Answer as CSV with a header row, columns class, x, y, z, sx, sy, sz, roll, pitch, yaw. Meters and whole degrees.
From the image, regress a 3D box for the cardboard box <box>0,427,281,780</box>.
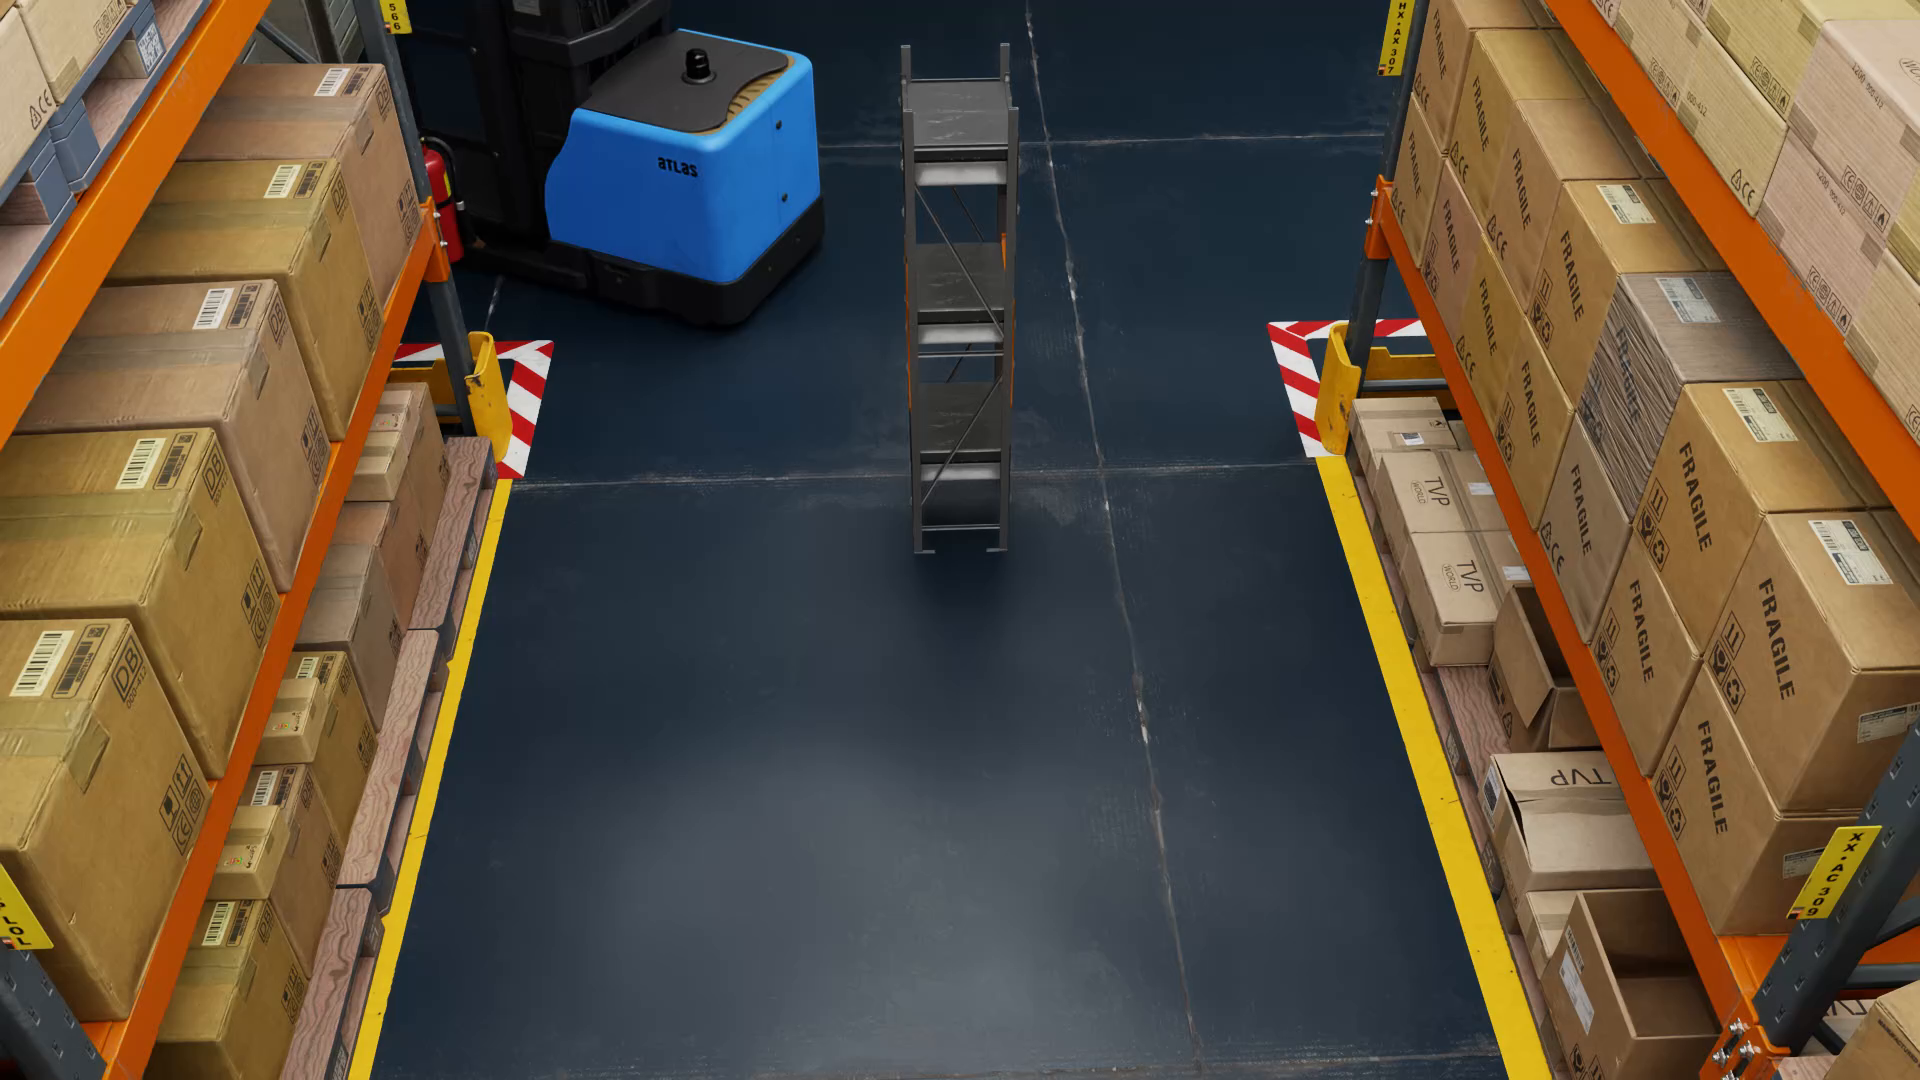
class,x,y,z,sx,sy,sz,roll,pitch,yaw
cardboard box,-2.547,0.196,4.594,0.980,0.700,0.700,-3,43,-3

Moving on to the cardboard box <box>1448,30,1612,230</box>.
class,x,y,z,sx,sy,sz,roll,pitch,yaw
cardboard box,2.050,-1.425,5.770,0.500,0.500,0.500,-1,43,-1

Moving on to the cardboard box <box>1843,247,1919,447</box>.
class,x,y,z,sx,sy,sz,roll,pitch,yaw
cardboard box,2.148,-0.350,3.303,0.500,0.250,0.500,-2,43,-2

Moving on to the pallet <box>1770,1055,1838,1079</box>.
class,x,y,z,sx,sy,sz,roll,pitch,yaw
pallet,2.359,1.635,3.389,1.003,0.211,1.213,-2,43,-2

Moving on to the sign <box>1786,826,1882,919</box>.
class,x,y,z,sx,sy,sz,roll,pitch,yaw
sign,1.893,0.723,3.601,0.100,0.325,0.005,-2,43,-2

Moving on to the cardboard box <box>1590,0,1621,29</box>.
class,x,y,z,sx,sy,sz,roll,pitch,yaw
cardboard box,2.063,-1.700,4.776,0.500,0.250,0.500,-2,43,-2

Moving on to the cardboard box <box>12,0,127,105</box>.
class,x,y,z,sx,sy,sz,roll,pitch,yaw
cardboard box,-2.317,-1.241,3.890,0.500,0.250,0.500,-3,43,-3

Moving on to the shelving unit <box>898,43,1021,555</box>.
class,x,y,z,sx,sy,sz,roll,pitch,yaw
shelving unit,-0.007,-0.886,6.662,0.431,2.100,0.503,-2,43,-2

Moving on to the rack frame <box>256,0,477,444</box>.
class,x,y,z,sx,sy,sz,roll,pitch,yaw
rack frame,-2.685,-1.534,6.704,1.000,3.000,0.127,-2,43,-2

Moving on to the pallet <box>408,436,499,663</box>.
class,x,y,z,sx,sy,sz,roll,pitch,yaw
pallet,-2.572,0.031,7.060,1.003,0.211,1.213,-2,43,-2

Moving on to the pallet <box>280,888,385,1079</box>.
class,x,y,z,sx,sy,sz,roll,pitch,yaw
pallet,-2.469,1.678,5.263,1.003,0.211,1.213,-2,43,-2

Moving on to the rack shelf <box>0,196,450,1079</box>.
class,x,y,z,sx,sy,sz,roll,pitch,yaw
rack shelf,-2.600,0.081,5.474,1.077,0.370,4.000,-2,43,-2

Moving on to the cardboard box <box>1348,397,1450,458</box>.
class,x,y,z,sx,sy,sz,roll,pitch,yaw
cardboard box,1.939,-0.498,7.357,0.380,0.149,0.250,-2,43,-2

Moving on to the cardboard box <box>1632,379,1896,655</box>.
class,x,y,z,sx,sy,sz,roll,pitch,yaw
cardboard box,2.130,-0.064,4.286,0.500,0.500,0.500,-2,43,-3

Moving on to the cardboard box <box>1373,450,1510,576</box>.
class,x,y,z,sx,sy,sz,roll,pitch,yaw
cardboard box,2.025,-0.115,6.865,0.500,0.250,0.500,-2,43,-2

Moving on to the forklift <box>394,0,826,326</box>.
class,x,y,z,sx,sy,sz,roll,pitch,yaw
forklift,-2.286,-2.822,8.159,3.031,2.935,1.130,17,45,18

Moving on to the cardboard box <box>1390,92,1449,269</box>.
class,x,y,z,sx,sy,sz,roll,pitch,yaw
cardboard box,2.020,-1.409,6.493,0.500,0.500,0.500,-1,43,-1

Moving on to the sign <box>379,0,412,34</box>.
class,x,y,z,sx,sy,sz,roll,pitch,yaw
sign,-2.142,-2.055,6.240,0.100,0.325,0.005,-2,43,-2

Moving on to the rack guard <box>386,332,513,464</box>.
class,x,y,z,sx,sy,sz,roll,pitch,yaw
rack guard,-2.686,-0.629,7.566,1.175,0.500,0.348,-2,43,-2

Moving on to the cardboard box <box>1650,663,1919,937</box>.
class,x,y,z,sx,sy,sz,roll,pitch,yaw
cardboard box,2.157,0.654,4.242,0.500,0.500,0.500,-1,43,-1

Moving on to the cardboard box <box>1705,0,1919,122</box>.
class,x,y,z,sx,sy,sz,roll,pitch,yaw
cardboard box,2.106,-1.209,3.870,0.500,0.250,0.500,-2,43,-2

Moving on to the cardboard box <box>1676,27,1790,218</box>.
class,x,y,z,sx,sy,sz,roll,pitch,yaw
cardboard box,2.108,-1.025,4.039,0.500,0.250,0.500,-2,43,-2

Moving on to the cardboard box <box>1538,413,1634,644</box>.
class,x,y,z,sx,sy,sz,roll,pitch,yaw
cardboard box,2.109,-0.040,5.000,0.500,0.500,0.500,-1,43,-1

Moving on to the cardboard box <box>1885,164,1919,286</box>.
class,x,y,z,sx,sy,sz,roll,pitch,yaw
cardboard box,2.142,-0.534,3.134,0.500,0.250,0.500,-2,43,-2

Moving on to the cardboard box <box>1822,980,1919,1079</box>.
class,x,y,z,sx,sy,sz,roll,pitch,yaw
cardboard box,2.231,1.156,3.384,0.700,0.500,0.500,-15,45,-16

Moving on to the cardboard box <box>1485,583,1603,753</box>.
class,x,y,z,sx,sy,sz,roll,pitch,yaw
cardboard box,2.349,0.511,5.994,0.797,0.503,0.637,-2,43,-2

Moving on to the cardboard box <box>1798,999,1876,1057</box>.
class,x,y,z,sx,sy,sz,roll,pitch,yaw
cardboard box,2.633,1.561,4.992,0.500,0.311,0.500,-2,43,-2

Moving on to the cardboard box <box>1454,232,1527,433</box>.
class,x,y,z,sx,sy,sz,roll,pitch,yaw
cardboard box,2.066,-0.722,5.743,0.500,0.500,0.500,-2,43,-2

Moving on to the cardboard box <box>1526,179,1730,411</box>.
class,x,y,z,sx,sy,sz,roll,pitch,yaw
cardboard box,2.088,-0.744,5.028,0.500,0.500,0.500,-2,43,-2

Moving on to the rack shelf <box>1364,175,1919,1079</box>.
class,x,y,z,sx,sy,sz,roll,pitch,yaw
rack shelf,2.349,-0.064,5.632,1.077,0.370,4.000,-2,43,-2

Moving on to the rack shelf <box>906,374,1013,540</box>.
class,x,y,z,sx,sy,sz,roll,pitch,yaw
rack shelf,-0.007,-0.360,7.145,0.431,0.518,0.480,-2,43,-2

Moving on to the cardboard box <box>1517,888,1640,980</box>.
class,x,y,z,sx,sy,sz,roll,pitch,yaw
cardboard box,2.051,1.282,5.416,0.380,0.149,0.250,-2,43,-2

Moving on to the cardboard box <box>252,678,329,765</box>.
class,x,y,z,sx,sy,sz,roll,pitch,yaw
cardboard box,-2.299,0.597,5.438,0.380,0.149,0.250,-3,43,-3

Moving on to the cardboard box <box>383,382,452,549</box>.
class,x,y,z,sx,sy,sz,roll,pitch,yaw
cardboard box,-2.555,-0.298,6.894,0.700,0.500,0.500,-2,43,-2

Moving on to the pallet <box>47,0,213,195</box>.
class,x,y,z,sx,sy,sz,roll,pitch,yaw
pallet,-2.588,-1.281,4.274,1.003,0.211,1.213,-2,43,-2

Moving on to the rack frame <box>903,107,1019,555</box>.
class,x,y,z,sx,sy,sz,roll,pitch,yaw
rack frame,0.003,-0.721,6.483,0.400,2.100,0.015,-2,43,-2

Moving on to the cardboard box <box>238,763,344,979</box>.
class,x,y,z,sx,sy,sz,roll,pitch,yaw
cardboard box,-2.462,1.086,5.385,0.700,0.500,0.500,-2,43,-2

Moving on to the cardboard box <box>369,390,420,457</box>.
class,x,y,z,sx,sy,sz,roll,pitch,yaw
cardboard box,-2.367,-0.456,6.586,0.380,0.149,0.250,-2,43,-2

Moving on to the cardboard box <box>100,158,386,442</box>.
class,x,y,z,sx,sy,sz,roll,pitch,yaw
cardboard box,-2.611,-0.810,5.692,0.980,0.700,0.700,-2,43,-2

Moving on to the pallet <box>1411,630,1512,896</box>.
class,x,y,z,sx,sy,sz,roll,pitch,yaw
pallet,2.351,0.760,6.265,1.003,0.211,1.213,-2,43,-2

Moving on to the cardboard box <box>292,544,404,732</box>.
class,x,y,z,sx,sy,sz,roll,pitch,yaw
cardboard box,-2.512,0.379,6.155,0.700,0.500,0.500,-3,43,-3
